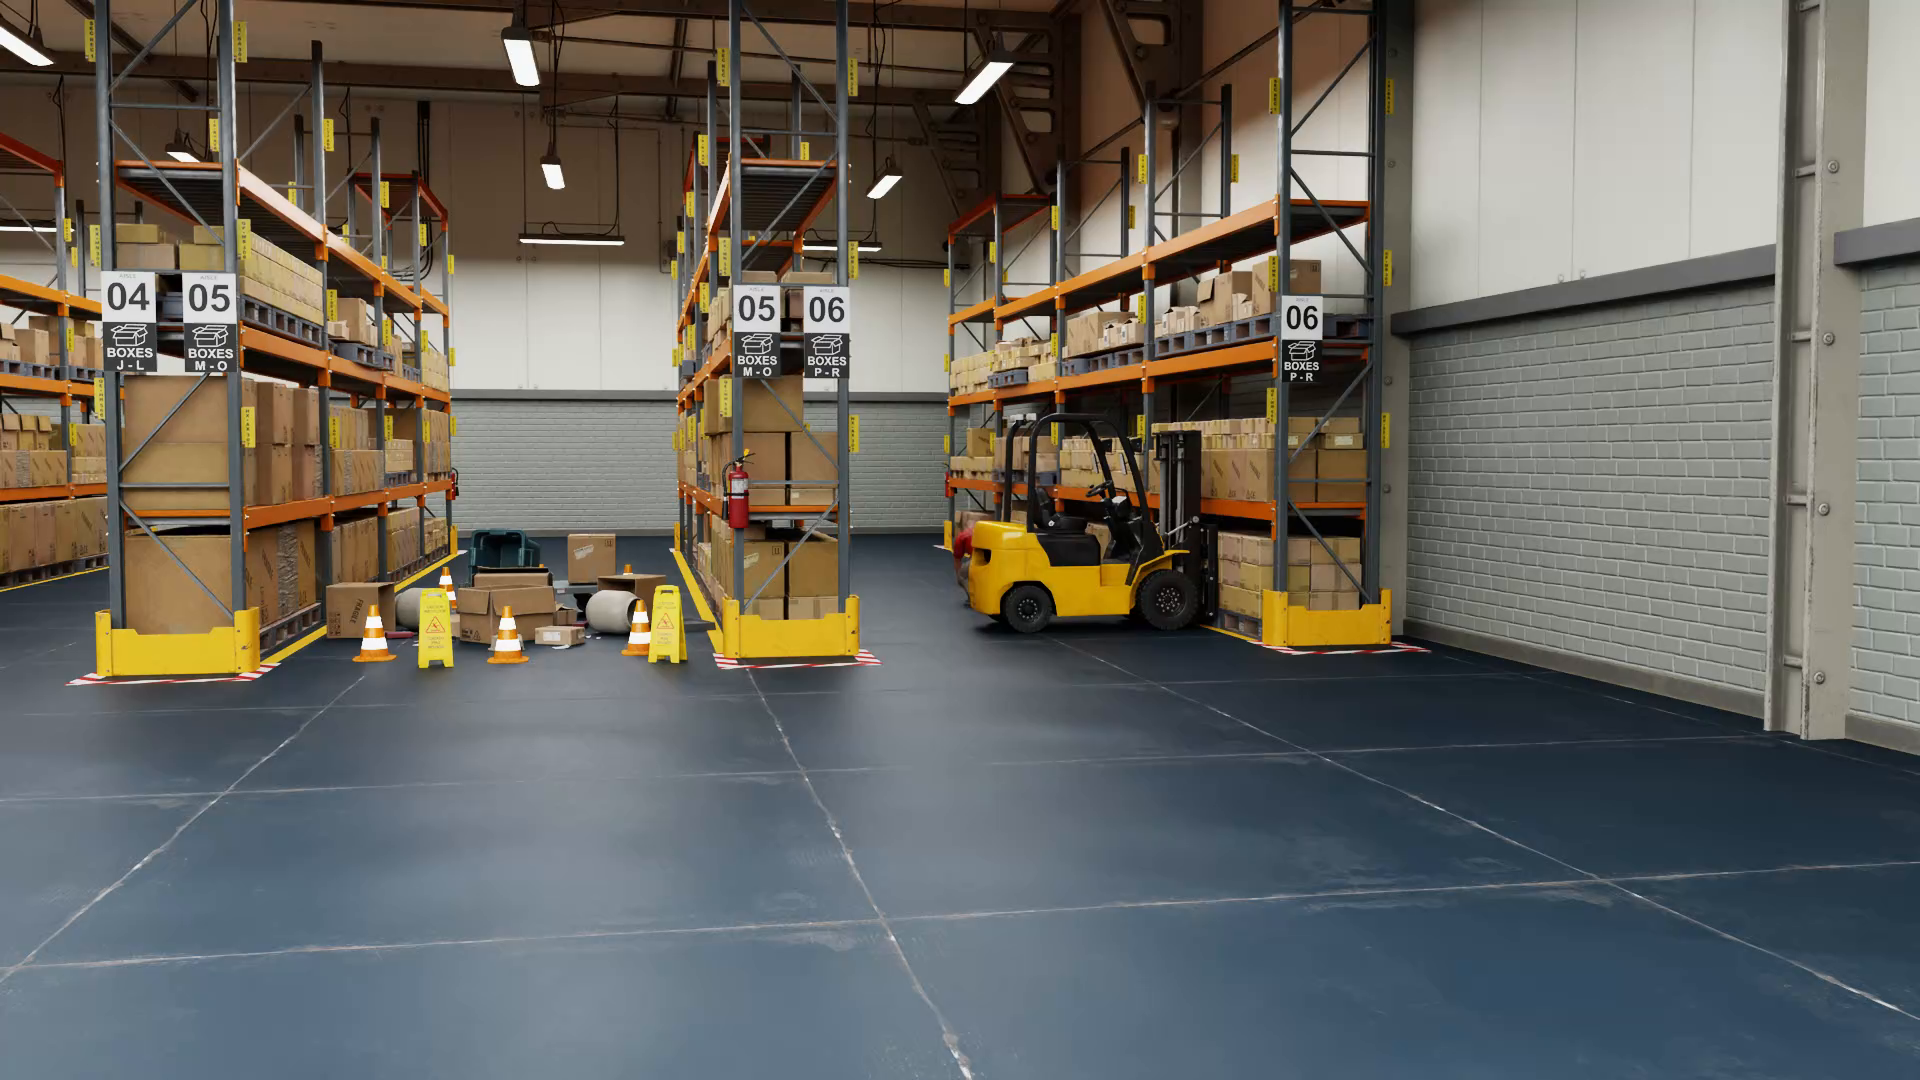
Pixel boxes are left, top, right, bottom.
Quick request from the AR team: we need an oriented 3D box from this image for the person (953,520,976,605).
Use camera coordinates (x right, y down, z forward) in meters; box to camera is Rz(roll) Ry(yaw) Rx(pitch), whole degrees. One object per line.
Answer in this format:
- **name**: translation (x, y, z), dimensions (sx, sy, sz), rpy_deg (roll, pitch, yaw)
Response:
- **person**: translation (0.224, 0.264, 19.434), dimensions (0.558, 0.983, 0.883), rpy_deg (-1, 3, -12)
